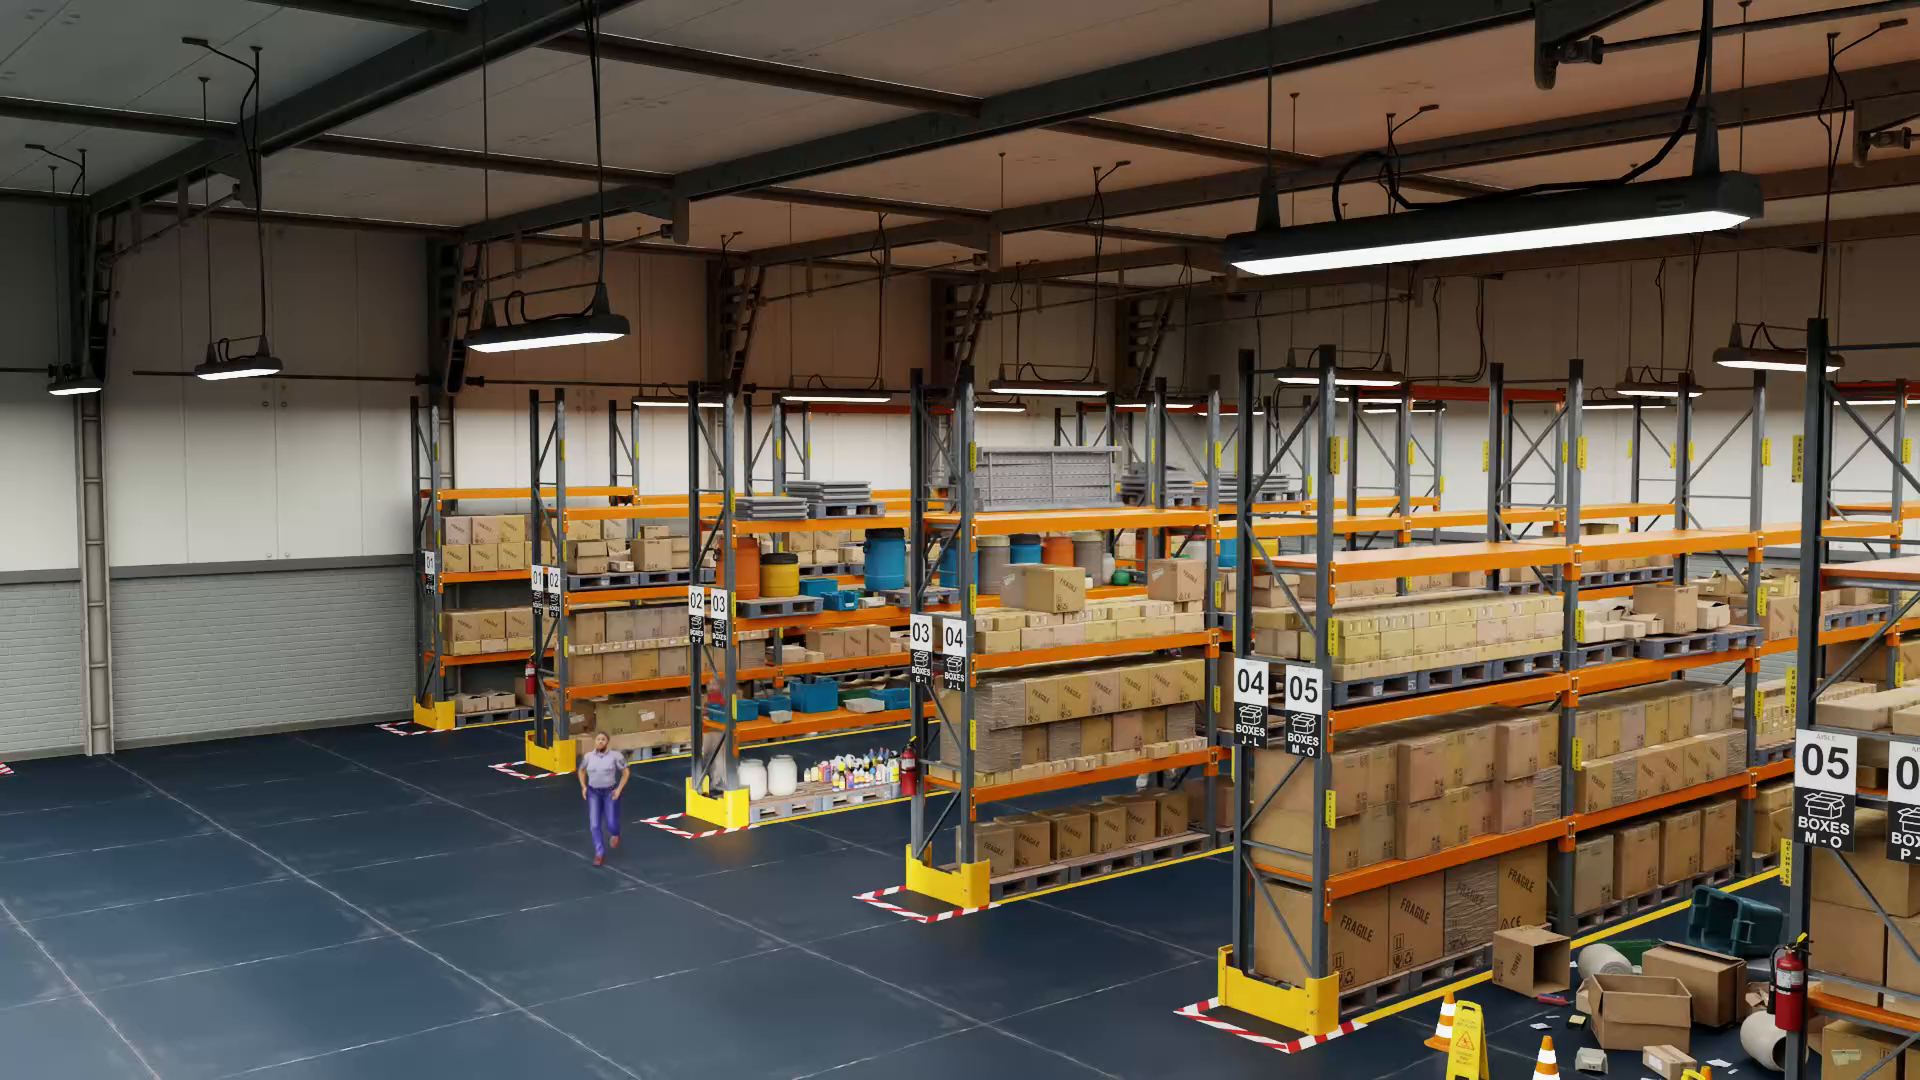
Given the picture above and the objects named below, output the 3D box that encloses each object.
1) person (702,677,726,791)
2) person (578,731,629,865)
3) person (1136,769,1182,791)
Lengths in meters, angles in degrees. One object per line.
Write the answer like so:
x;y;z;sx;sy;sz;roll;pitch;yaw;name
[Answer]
-3.633;2.876;24.497;0.666;1.722;0.635;-3;4;-38;person
-4.405;3.147;20.551;0.641;1.609;0.717;0;3;-3;person
2.752;2.857;23.647;0.960;1.766;0.663;-3;5;-45;person
